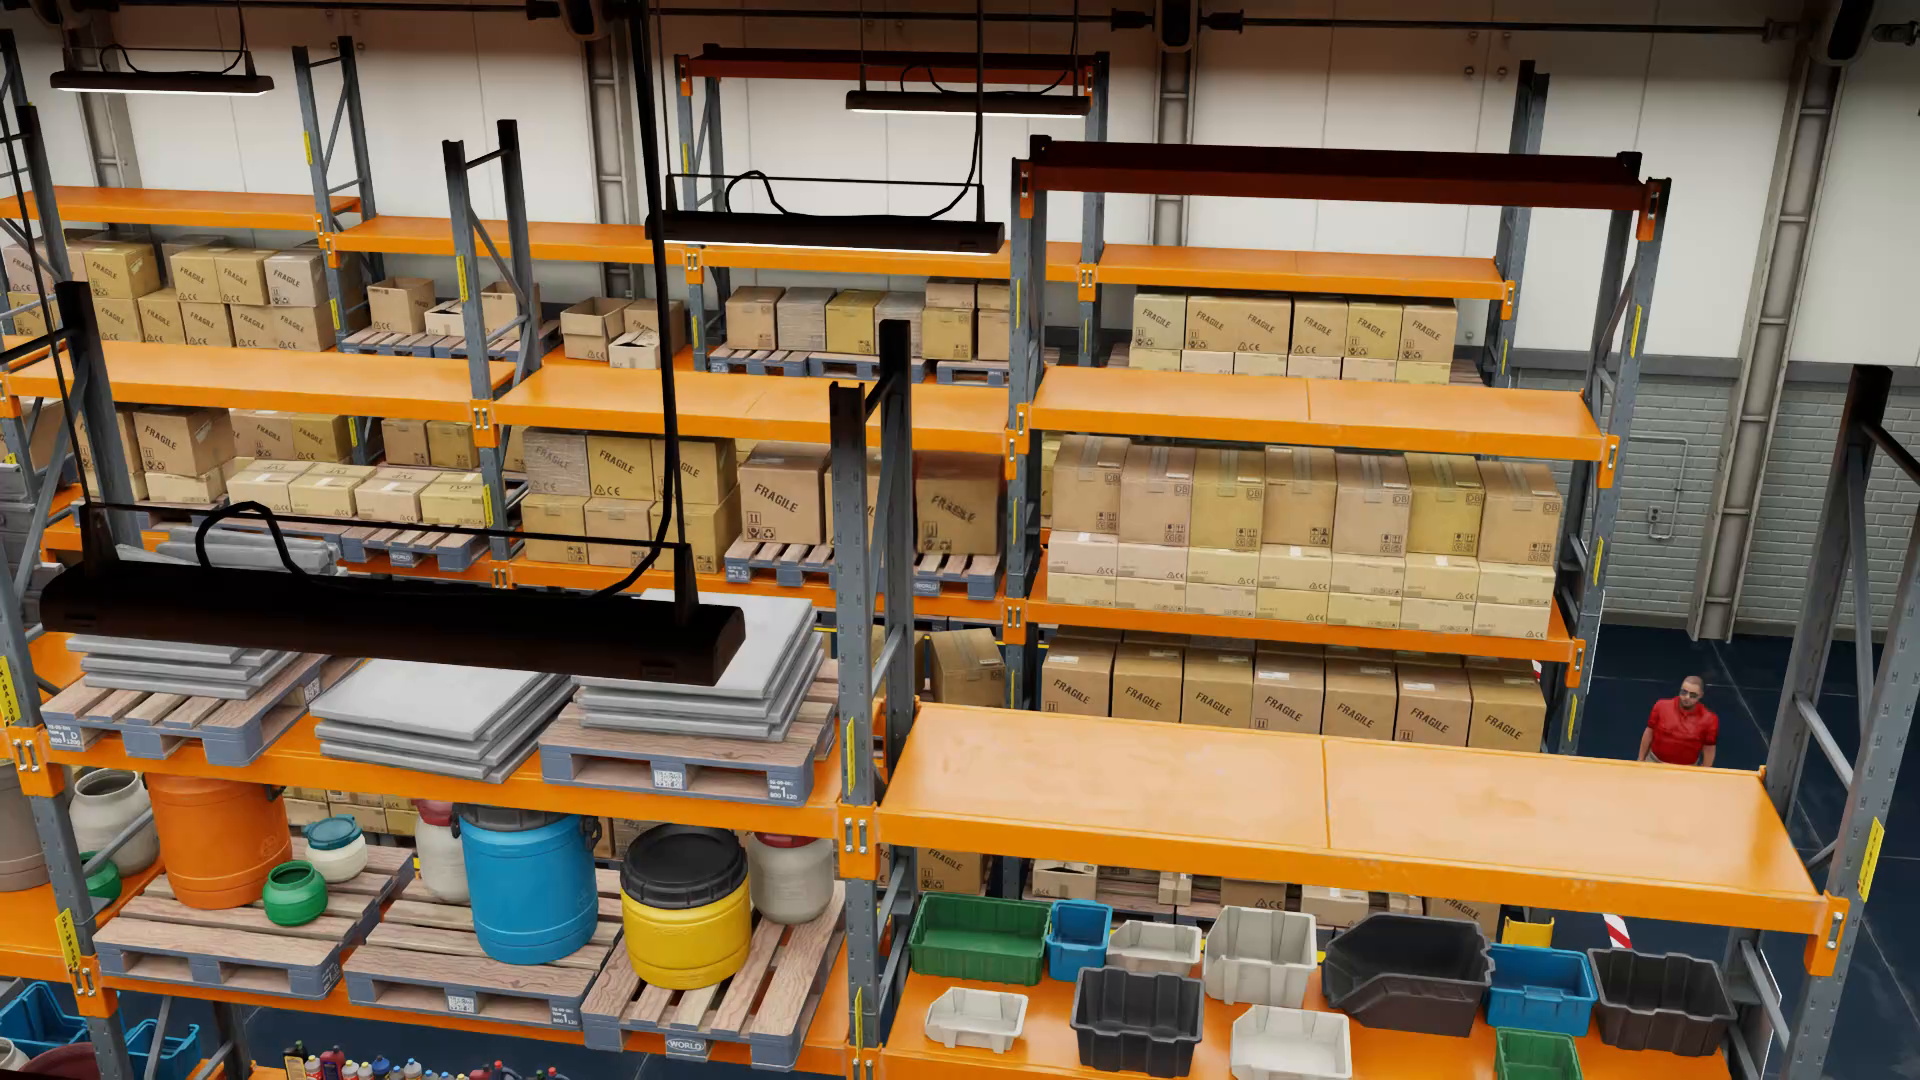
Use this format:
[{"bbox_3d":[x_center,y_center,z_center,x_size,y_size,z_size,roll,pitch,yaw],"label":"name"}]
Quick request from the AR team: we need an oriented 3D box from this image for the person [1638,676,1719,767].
[{"bbox_3d":[5.856,1.903,13.662,0.566,1.745,0.440,4,23,10],"label":"person"}]
